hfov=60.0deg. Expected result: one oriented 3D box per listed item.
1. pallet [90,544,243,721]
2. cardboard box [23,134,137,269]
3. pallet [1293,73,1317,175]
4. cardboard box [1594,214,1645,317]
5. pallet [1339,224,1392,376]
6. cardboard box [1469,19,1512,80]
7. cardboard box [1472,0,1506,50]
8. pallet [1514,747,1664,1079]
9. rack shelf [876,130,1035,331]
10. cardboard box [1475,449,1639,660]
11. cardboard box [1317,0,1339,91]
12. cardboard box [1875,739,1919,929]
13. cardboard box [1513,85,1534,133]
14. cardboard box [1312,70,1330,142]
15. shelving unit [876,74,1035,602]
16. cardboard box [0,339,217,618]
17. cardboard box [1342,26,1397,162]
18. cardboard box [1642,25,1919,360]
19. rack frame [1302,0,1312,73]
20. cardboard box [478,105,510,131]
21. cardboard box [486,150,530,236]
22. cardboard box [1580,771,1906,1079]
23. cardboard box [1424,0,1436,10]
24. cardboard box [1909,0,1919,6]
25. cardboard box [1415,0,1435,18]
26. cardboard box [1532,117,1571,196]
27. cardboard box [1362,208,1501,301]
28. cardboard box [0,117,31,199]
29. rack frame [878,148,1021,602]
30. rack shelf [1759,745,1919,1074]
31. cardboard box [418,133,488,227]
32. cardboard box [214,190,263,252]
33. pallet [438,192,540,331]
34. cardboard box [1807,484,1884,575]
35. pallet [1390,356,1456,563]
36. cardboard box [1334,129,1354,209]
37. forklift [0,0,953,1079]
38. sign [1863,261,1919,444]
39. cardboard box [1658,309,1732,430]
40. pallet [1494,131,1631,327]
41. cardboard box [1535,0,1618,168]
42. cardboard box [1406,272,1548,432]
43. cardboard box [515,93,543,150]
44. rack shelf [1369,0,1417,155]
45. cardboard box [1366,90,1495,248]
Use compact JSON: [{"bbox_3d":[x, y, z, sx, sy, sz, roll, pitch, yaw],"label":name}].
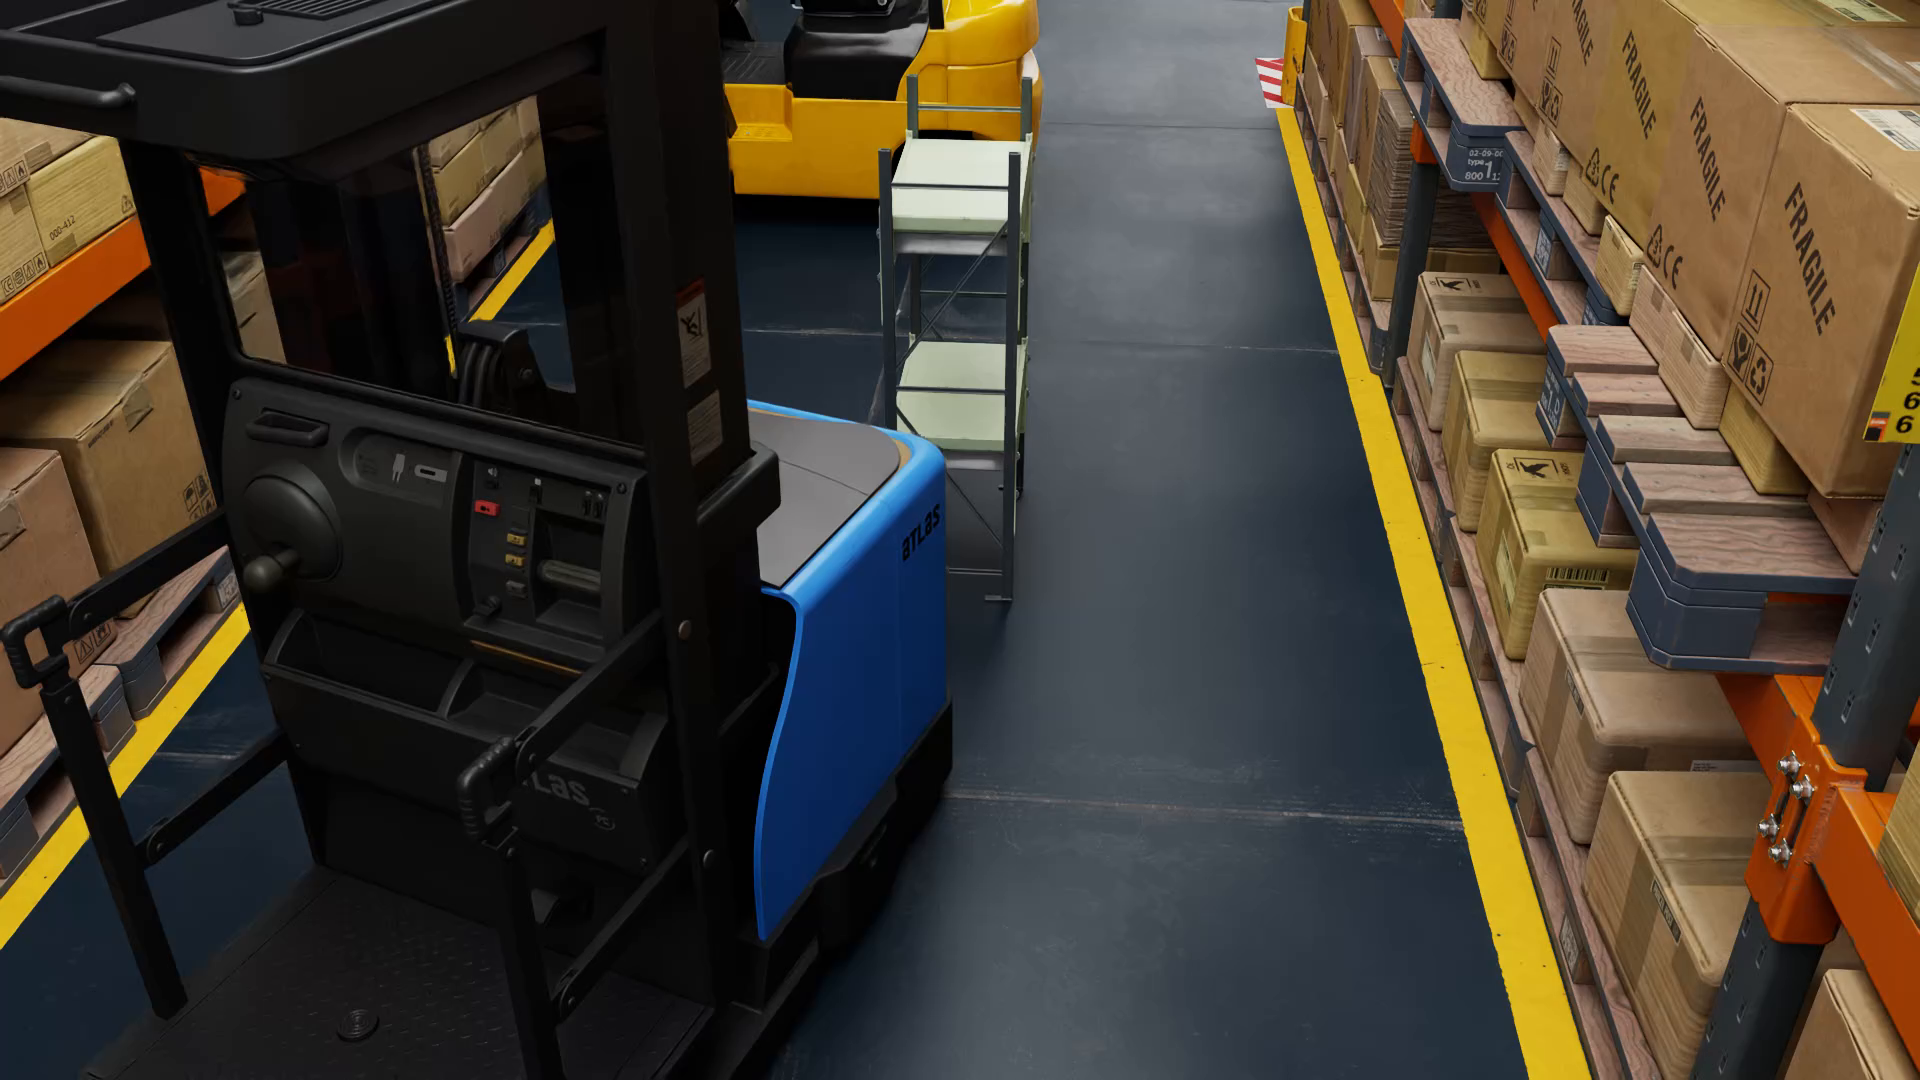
[{"bbox_3d":[-2.842,0.109,5.371,1.003,0.211,1.213,2,32,4],"label":"pallet"},{"bbox_3d":[-2.646,-0.974,4.614,0.500,0.250,0.500,3,32,6],"label":"cardboard box"},{"bbox_3d":[2.441,-2.336,9.339,1.003,0.211,1.213,2,32,4],"label":"pallet"},{"bbox_3d":[1.652,-0.609,3.718,0.380,0.149,0.250,3,32,5],"label":"cardboard box"},{"bbox_3d":[2.242,-1.060,7.268,1.003,0.211,1.213,2,32,4],"label":"pallet"},{"bbox_3d":[1.834,-1.560,5.262,0.380,0.149,0.250,3,32,5],"label":"cardboard box"},{"bbox_3d":[1.859,-1.747,4.947,0.500,0.500,0.500,3,32,4],"label":"cardboard box"},{"bbox_3d":[1.962,0.976,3.965,1.003,0.211,1.213,2,32,4],"label":"pallet"},{"bbox_3d":[0.001,-0.974,5.157,0.431,0.370,0.720,2,32,4],"label":"rack shelf"},{"bbox_3d":[2.073,0.060,4.898,0.950,0.372,0.625,3,32,6],"label":"cardboard box"},{"bbox_3d":[2.168,-2.617,8.644,0.500,0.500,0.500,1,32,2],"label":"cardboard box"},{"bbox_3d":[1.607,0.506,2.212,0.500,0.250,0.500,2,32,3],"label":"cardboard box"},{"bbox_3d":[1.824,-1.276,4.801,0.380,0.149,0.250,3,32,5],"label":"cardboard box"},{"bbox_3d":[2.158,-2.317,8.872,0.500,0.250,0.500,4,32,6],"label":"cardboard box"},{"bbox_3d":[0.001,-0.642,5.362,0.431,1.500,0.755,2,32,4],"label":"shelving unit"},{"bbox_3d":[-2.886,-0.200,5.079,0.875,0.625,0.625,1,32,2],"label":"cardboard box"},{"bbox_3d":[2.084,-2.075,7.764,0.500,0.500,0.500,4,32,7],"label":"cardboard box"},{"bbox_3d":[1.688,-0.671,3.201,0.500,0.500,0.500,2,32,3],"label":"cardboard box"},{"bbox_3d":[2.549,-3.986,9.359,1.000,3.000,0.127,2,32,4],"label":"rack frame"},{"bbox_3d":[-2.321,-2.045,7.476,0.500,0.250,0.500,3,32,4],"label":"cardboard box"},{"bbox_3d":[-2.329,-1.617,7.736,0.500,0.250,0.500,2,32,3],"label":"cardboard box"},{"bbox_3d":[1.953,0.842,3.629,0.950,0.372,0.625,0,32,1],"label":"cardboard box"},{"bbox_3d":[2.011,-2.306,6.255,0.500,0.500,0.500,2,32,3],"label":"cardboard box"},{"bbox_3d":[2.237,-0.927,3.616,0.500,0.500,0.500,3,32,5],"label":"cardboard box"},{"bbox_3d":[1.945,-1.968,6.324,0.380,0.149,0.250,2,32,3],"label":"cardboard box"},{"bbox_3d":[1.729,-1.010,4.369,0.380,0.149,0.250,4,32,6],"label":"cardboard box"},{"bbox_3d":[2.003,-1.223,7.096,0.500,0.250,0.500,4,32,6],"label":"cardboard box"},{"bbox_3d":[-2.668,-0.918,4.047,0.500,0.250,0.500,2,32,3],"label":"cardboard box"},{"bbox_3d":[-0.029,-0.451,5.052,0.400,1.500,0.023,2,32,4],"label":"rack frame"},{"bbox_3d":[1.735,1.549,1.062,1.077,0.370,4.000,2,32,4],"label":"rack shelf"},{"bbox_3d":[-2.377,-1.565,7.175,0.500,0.250,0.500,2,32,4],"label":"cardboard box"},{"bbox_3d":[-2.756,-0.999,6.375,0.875,0.625,0.625,4,32,6],"label":"cardboard box"},{"bbox_3d":[-2.618,-1.331,7.709,1.003,0.211,1.213,2,32,4],"label":"pallet"},{"bbox_3d":[1.690,-0.056,2.821,0.380,0.149,0.250,4,32,6],"label":"cardboard box"},{"bbox_3d":[2.161,-0.300,6.035,1.003,0.211,1.213,2,32,4],"label":"pallet"},{"bbox_3d":[2.083,-1.768,7.980,0.500,0.250,0.500,3,32,5],"label":"cardboard box"},{"bbox_3d":[-1.087,0.019,2.926,1.130,2.935,3.031,13,34,20],"label":"forklift"},{"bbox_3d":[1.356,-0.280,2.317,0.100,0.325,0.005,2,32,4],"label":"sign"},{"bbox_3d":[1.615,-0.333,3.270,0.380,0.149,0.250,2,32,4],"label":"cardboard box"},{"bbox_3d":[2.018,-0.758,4.303,1.003,0.211,1.213,2,32,4],"label":"pallet"},{"bbox_3d":[1.774,-1.220,4.092,0.500,0.500,0.500,1,32,2],"label":"cardboard box"},{"bbox_3d":[2.183,-0.680,6.099,0.950,0.372,0.625,3,32,5],"label":"cardboard box"},{"bbox_3d":[-2.286,-2.091,8.028,0.500,0.250,0.500,2,32,4],"label":"cardboard box"},{"bbox_3d":[2.386,-2.634,7.850,1.077,0.370,4.000,2,32,4],"label":"rack shelf"},{"bbox_3d":[2.004,-1.542,6.900,0.500,0.500,0.500,2,32,3],"label":"cardboard box"}]
